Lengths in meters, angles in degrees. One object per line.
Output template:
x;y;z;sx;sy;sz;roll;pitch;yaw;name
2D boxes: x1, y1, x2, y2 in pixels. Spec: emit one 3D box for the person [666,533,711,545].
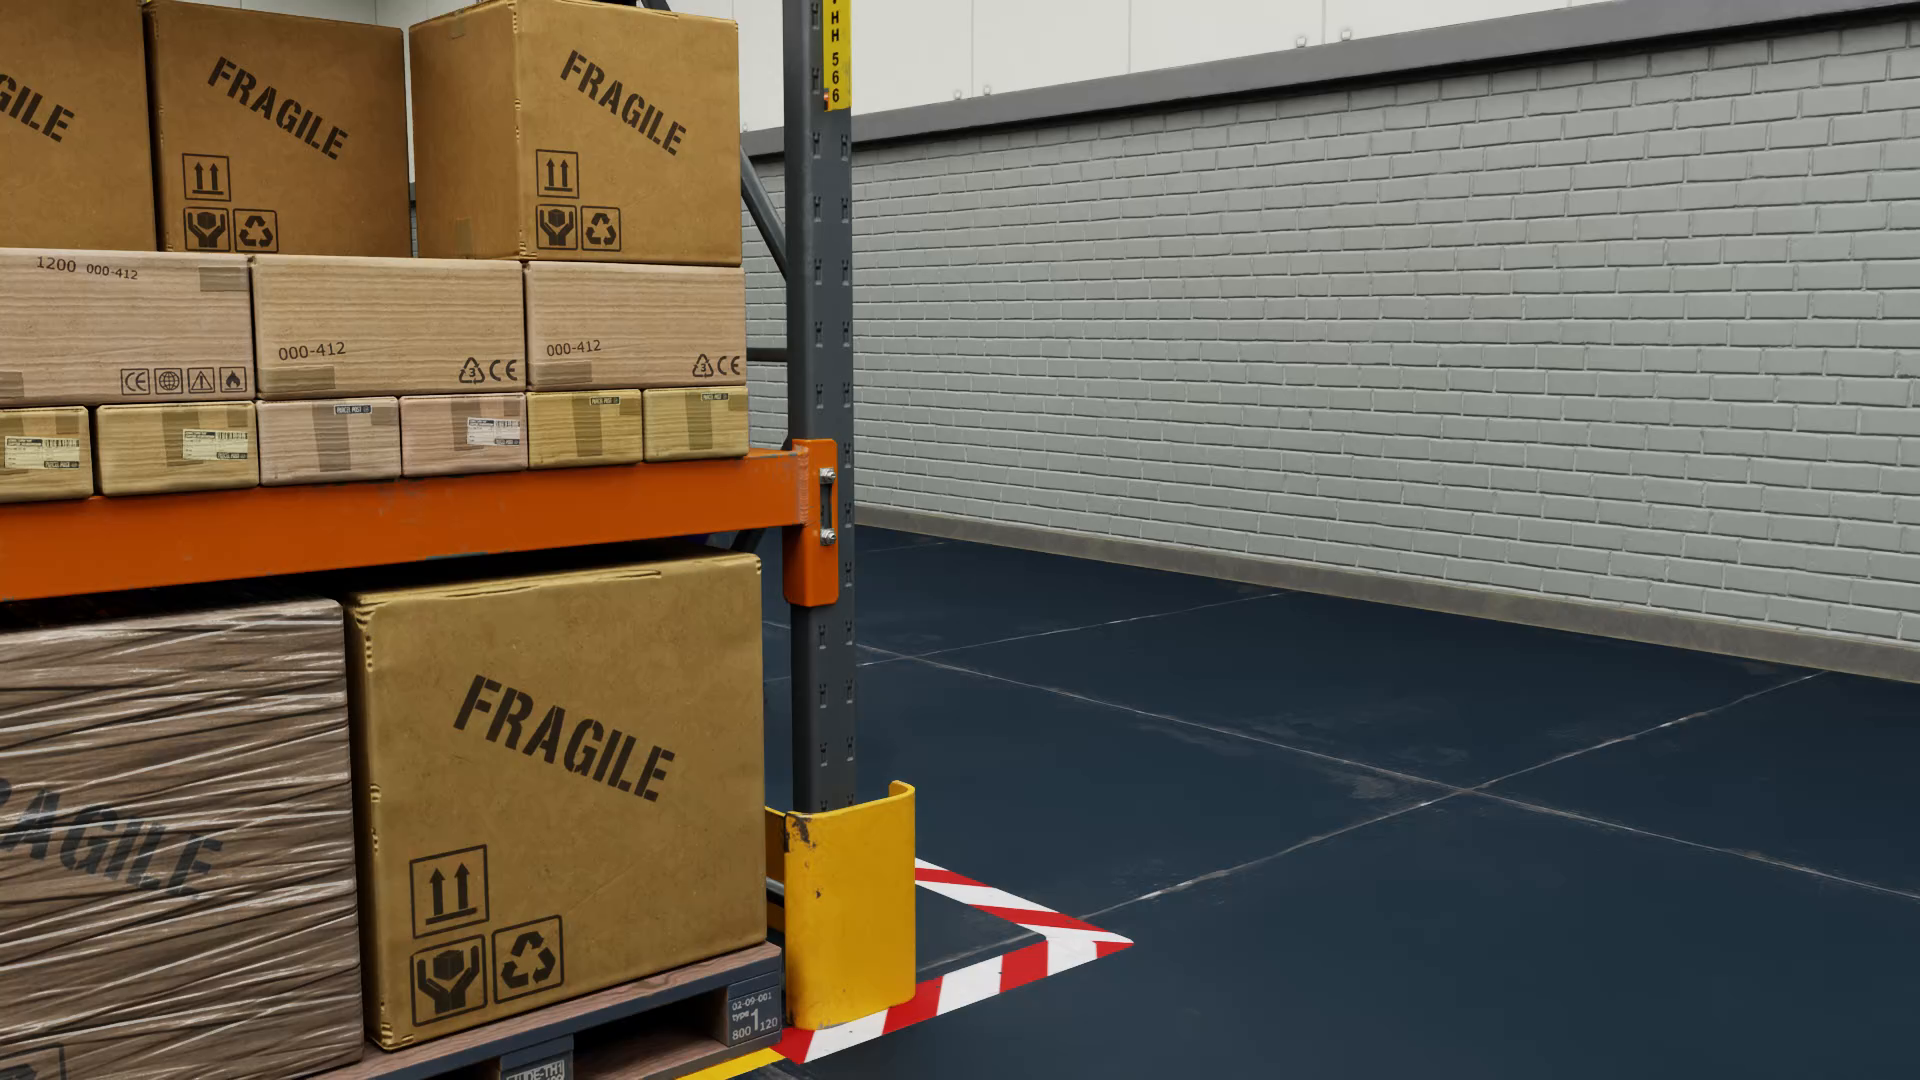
-1.232;-0.099;6.593;0.623;1.625;0.550;6;10;38;person
